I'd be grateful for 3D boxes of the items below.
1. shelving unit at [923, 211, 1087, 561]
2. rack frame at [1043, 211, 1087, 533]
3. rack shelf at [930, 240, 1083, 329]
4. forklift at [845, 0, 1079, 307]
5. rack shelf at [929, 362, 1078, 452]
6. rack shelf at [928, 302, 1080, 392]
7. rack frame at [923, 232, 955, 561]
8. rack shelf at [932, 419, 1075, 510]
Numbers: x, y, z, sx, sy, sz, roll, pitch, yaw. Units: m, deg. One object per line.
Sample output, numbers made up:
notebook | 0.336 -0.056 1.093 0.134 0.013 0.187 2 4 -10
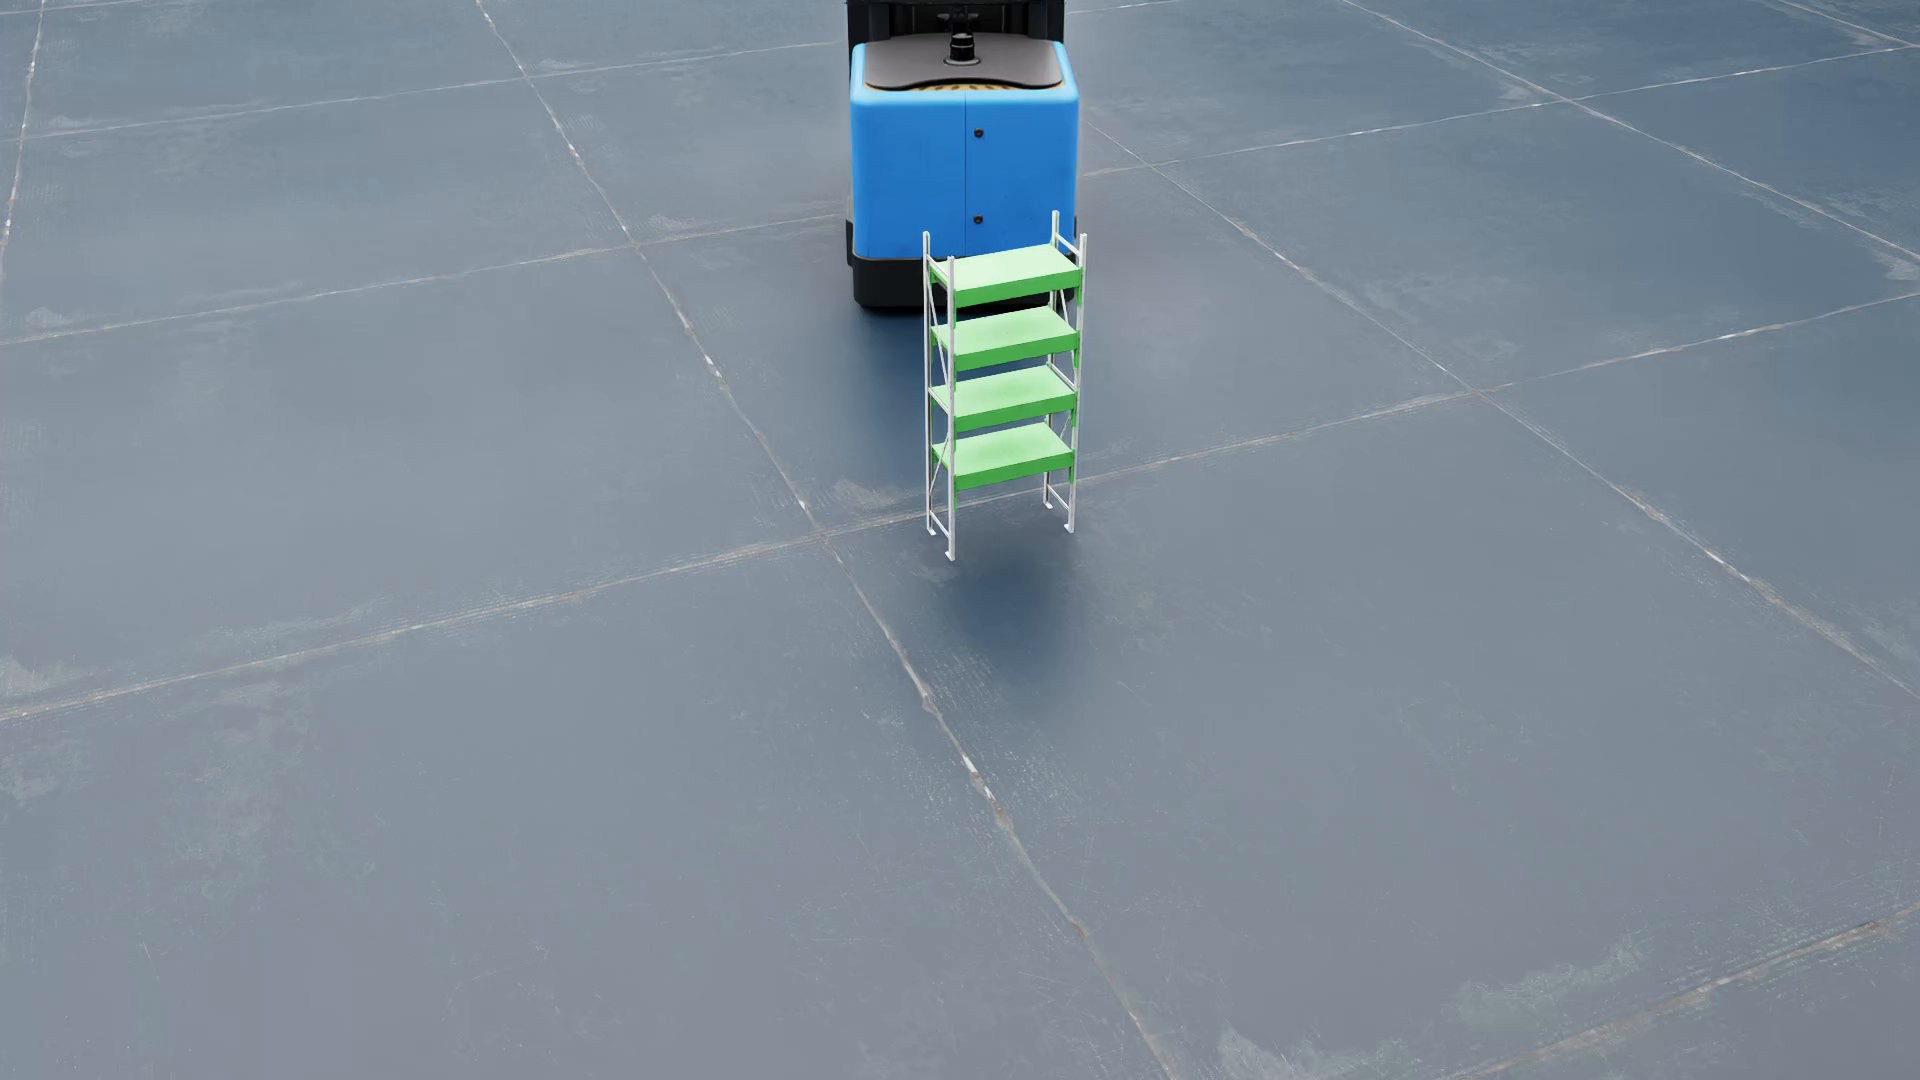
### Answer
shelving unit | 0.153 -0.538 5.976 0.503 1.200 0.258 -13 35 -19
rack frame | 0.378 -0.589 6.056 0.015 1.200 0.240 -13 35 -19
rack shelf | 0.153 -0.887 5.750 0.480 0.148 0.258 -13 35 -19
forklift | -0.031 -3.095 8.319 1.130 2.935 3.031 -1 33 -2
rack shelf | 0.153 -0.484 6.011 0.480 0.148 0.258 -13 35 -19
rack shelf | 0.153 -0.685 5.880 0.480 0.148 0.258 -13 35 -19
rack frame | -0.072 -0.486 5.897 0.015 1.200 0.240 -13 35 -19
rack shelf | 0.153 -0.283 6.142 0.480 0.148 0.258 -13 35 -19
